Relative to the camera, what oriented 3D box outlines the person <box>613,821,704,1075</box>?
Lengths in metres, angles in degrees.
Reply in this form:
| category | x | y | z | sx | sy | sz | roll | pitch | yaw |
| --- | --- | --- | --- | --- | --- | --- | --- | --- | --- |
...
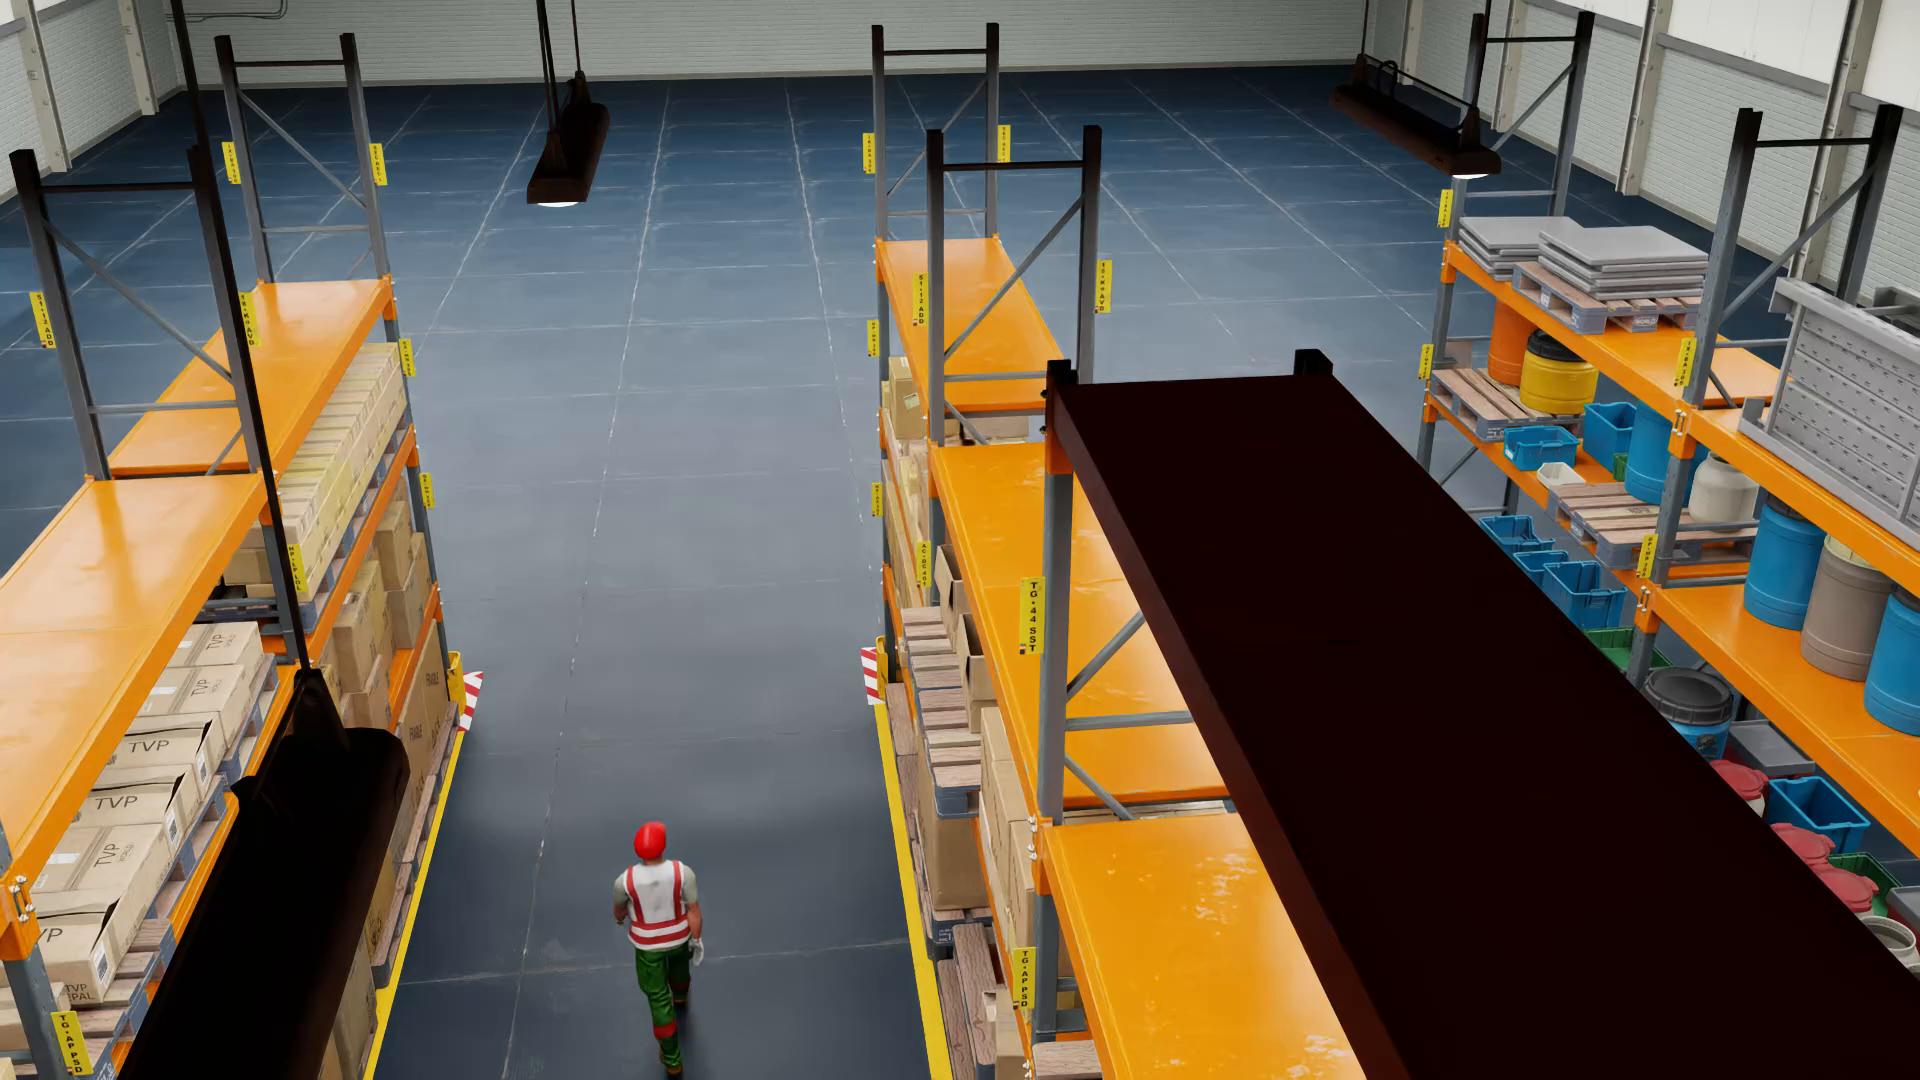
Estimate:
| category | x | y | z | sx | sy | sz | roll | pitch | yaw |
| --- | --- | --- | --- | --- | --- | --- | --- | --- | --- |
| person | -2.012 | 2.569 | 11.037 | 0.538 | 1.750 | 0.969 | -9 | 27 | -18 |
